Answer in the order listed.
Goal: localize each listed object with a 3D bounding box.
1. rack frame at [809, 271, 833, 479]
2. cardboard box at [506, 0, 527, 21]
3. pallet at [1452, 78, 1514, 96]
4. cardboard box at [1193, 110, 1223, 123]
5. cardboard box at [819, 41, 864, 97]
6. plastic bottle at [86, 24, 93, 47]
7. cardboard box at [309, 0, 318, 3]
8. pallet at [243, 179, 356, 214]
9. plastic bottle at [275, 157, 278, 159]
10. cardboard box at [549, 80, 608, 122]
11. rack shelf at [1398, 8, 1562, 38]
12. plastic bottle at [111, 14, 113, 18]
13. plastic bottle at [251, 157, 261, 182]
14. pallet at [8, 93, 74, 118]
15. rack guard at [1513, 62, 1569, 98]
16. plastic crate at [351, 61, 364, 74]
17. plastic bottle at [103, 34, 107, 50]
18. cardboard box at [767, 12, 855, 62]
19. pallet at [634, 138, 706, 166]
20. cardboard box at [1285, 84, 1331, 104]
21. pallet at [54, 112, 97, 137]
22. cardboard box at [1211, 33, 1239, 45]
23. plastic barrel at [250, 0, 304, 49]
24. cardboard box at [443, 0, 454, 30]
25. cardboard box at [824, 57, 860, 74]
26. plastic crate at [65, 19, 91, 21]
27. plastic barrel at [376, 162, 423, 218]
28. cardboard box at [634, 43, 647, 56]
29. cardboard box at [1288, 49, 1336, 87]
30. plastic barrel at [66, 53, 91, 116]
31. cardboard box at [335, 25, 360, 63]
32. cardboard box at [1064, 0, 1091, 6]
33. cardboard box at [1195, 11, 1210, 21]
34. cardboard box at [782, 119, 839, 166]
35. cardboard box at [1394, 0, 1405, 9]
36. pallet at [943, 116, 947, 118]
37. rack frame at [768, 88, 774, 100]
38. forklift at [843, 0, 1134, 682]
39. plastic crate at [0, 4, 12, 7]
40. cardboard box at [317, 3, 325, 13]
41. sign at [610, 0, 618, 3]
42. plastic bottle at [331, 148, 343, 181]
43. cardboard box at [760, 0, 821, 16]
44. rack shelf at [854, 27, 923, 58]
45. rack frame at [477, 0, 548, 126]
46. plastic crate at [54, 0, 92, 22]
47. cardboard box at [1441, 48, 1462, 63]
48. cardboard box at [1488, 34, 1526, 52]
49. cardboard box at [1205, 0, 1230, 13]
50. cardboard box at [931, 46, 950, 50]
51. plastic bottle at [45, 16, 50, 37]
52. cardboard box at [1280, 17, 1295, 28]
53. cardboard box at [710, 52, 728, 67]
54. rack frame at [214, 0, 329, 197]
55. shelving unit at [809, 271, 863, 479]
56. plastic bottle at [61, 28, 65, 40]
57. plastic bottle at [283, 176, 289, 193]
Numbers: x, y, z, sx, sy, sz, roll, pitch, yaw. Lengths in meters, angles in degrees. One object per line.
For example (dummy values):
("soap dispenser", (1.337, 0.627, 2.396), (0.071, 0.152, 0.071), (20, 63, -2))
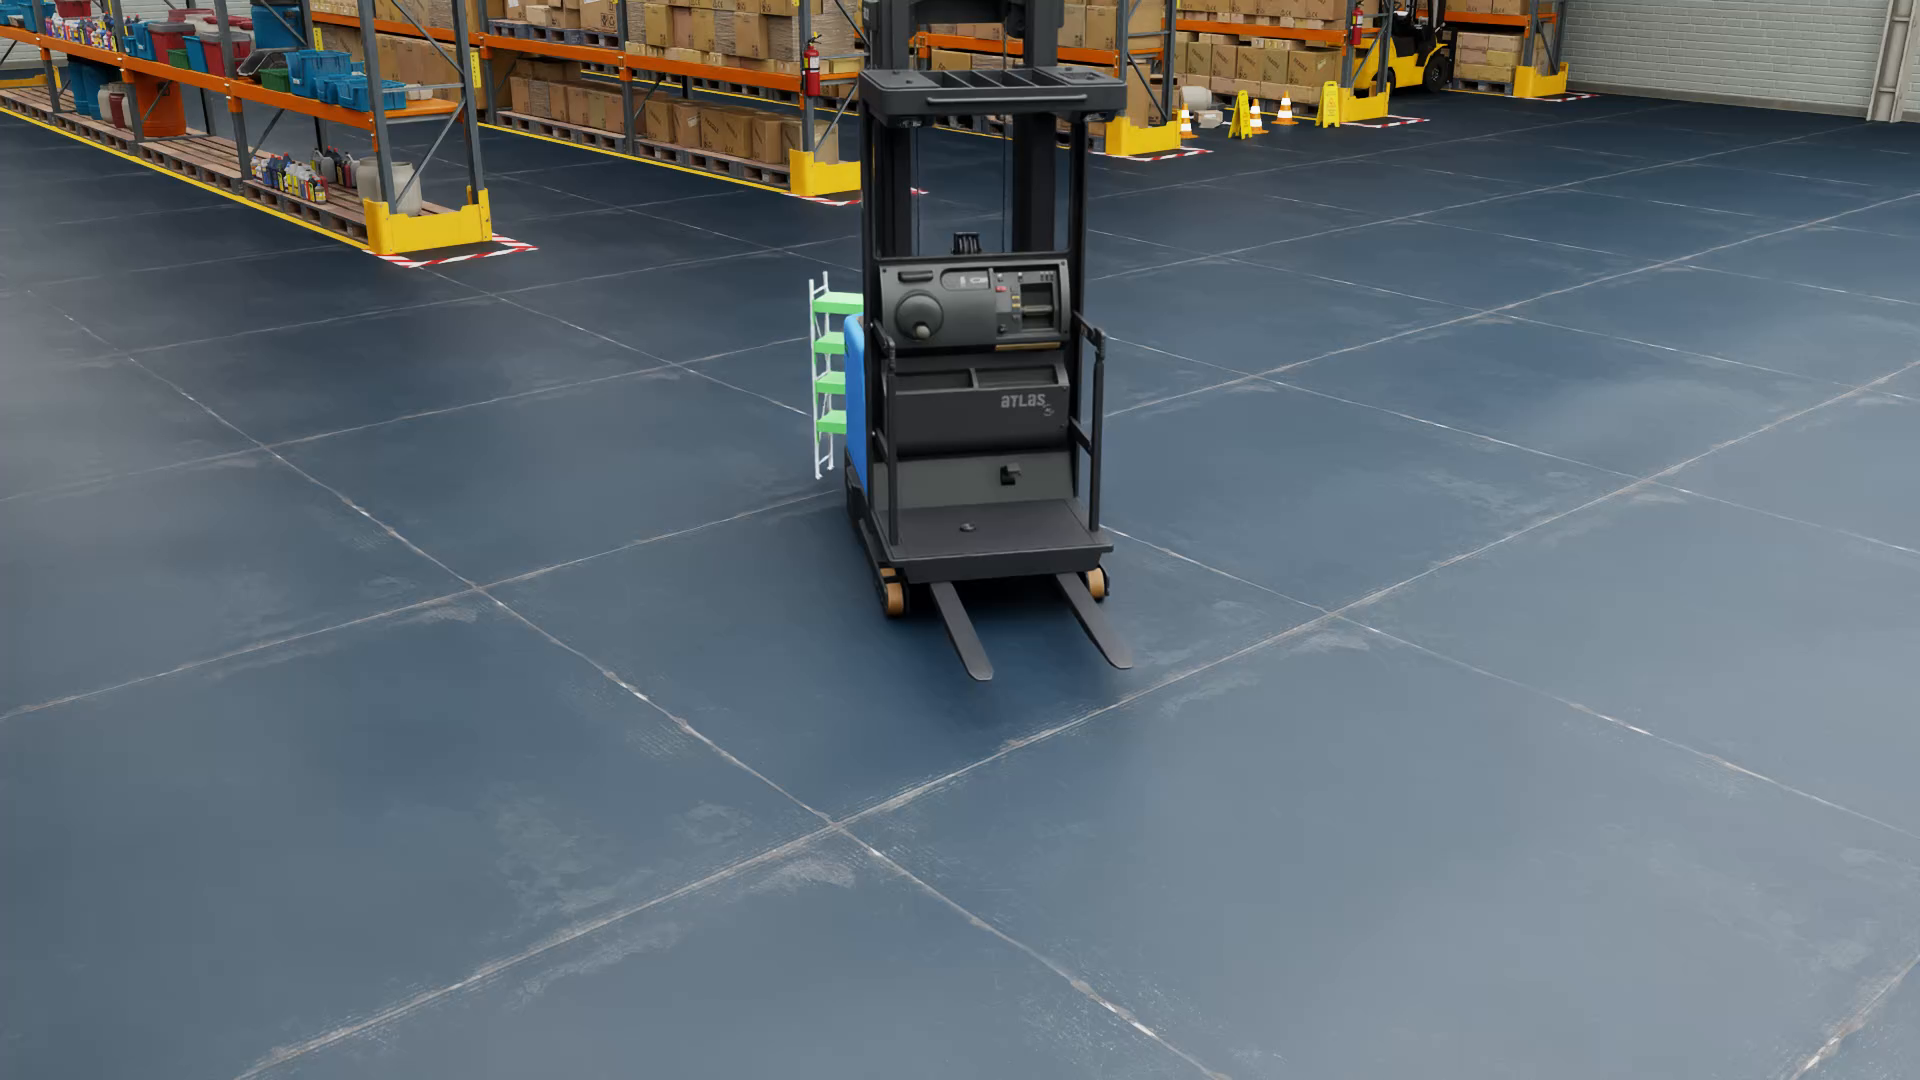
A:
("rack frame", (-0.817, -0.966, 9.806), (0.015, 1.200, 0.240), (6, 22, 16))
("cardboard box", (-6.217, -7.793, 24.055), (0.500, 0.500, 0.500), (18, 28, 39))
("pallet", (9.357, -7.925, 28.929), (1.003, 0.211, 1.213), (-17, 27, -37))
("cardboard box", (3.744, -6.393, 25.103), (0.380, 0.149, 0.250), (-4, 22, -10))
("cardboard box", (-1.874, -7.561, 26.685), (1.050, 0.750, 0.750), (-17, 27, -37))
("plastic bottle", (-11.685, -6.783, 22.350), (0.061, 0.283, 0.133), (-17, 27, -37))
("cardboard box", (-11.044, -9.491, 28.901), (0.500, 0.250, 0.500), (-19, 28, -39))
("pallet", (-7.334, -3.913, 18.684), (1.003, 0.211, 1.213), (-17, 27, -37))
("plastic bottle", (-7.553, -4.097, 18.453), (0.061, 0.283, 0.133), (-17, 27, -37))
("cardboard box", (-5.400, -6.246, 23.643), (0.700, 0.500, 0.500), (-15, 26, -33))
("rack shelf", (8.582, -9.240, 29.448), (1.077, 0.370, 4.000), (-17, 27, -37))
("plastic bottle", (-12.115, -7.418, 23.878), (0.144, 0.351, 0.185), (-17, 27, -37))
("plastic bottle", (-7.865, -4.149, 18.601), (0.097, 0.271, 0.097), (0, 21, 0))
("pallet", (-14.273, -6.850, 26.183), (1.003, 0.211, 1.213), (-17, 27, -37))
("rack guard", (9.903, -7.852, 28.345), (1.175, 0.500, 0.348), (-17, 27, -37))
("plastic crate", (-6.813, -5.096, 18.086), (0.499, 0.251, 0.616), (-17, 27, -37))
("plastic bottle", (-11.215, -6.556, 21.883), (0.097, 0.201, 0.097), (0, 21, 0))
("cardboard box", (-1.716, -5.824, 19.196), (0.875, 0.500, 0.500), (-17, 27, -37))
("pallet", (-3.524, -5.110, 21.742), (1.003, 0.211, 1.213), (-17, 27, -37))
("cardboard box", (5.382, -6.921, 25.735), (0.500, 0.250, 0.500), (-18, 27, -38))
("pallet", (-12.491, -6.095, 24.257), (1.003, 0.211, 1.213), (-17, 27, -37))
("cardboard box", (4.250, -8.020, 26.624), (0.380, 0.149, 0.250), (-16, 26, -34))
("plastic barrel", (-7.764, -5.819, 19.040), (0.600, 0.901, 0.708), (-17, 27, -37))
("cardboard box", (-7.431, -7.954, 25.041), (0.500, 0.500, 0.500), (-18, 28, -38))
("cardboard box", (-1.383, -5.499, 19.255), (0.380, 0.149, 0.250), (-17, 27, -37))
("plastic crate", (-13.159, -7.685, 24.770), (0.396, 0.136, 0.243), (-17, 27, -37))
("plastic barrel", (-5.618, -3.502, 16.648), (0.421, 0.512, 0.421), (0, 21, 0))
("cardboard box", (-3.923, -6.266, 21.212), (0.380, 0.149, 0.250), (-17, 27, -37))
("cardboard box", (5.409, -7.263, 25.582), (0.500, 0.500, 0.500), (-17, 27, -37))
("plastic barrel", (-12.621, -6.681, 24.230), (0.600, 0.901, 0.708), (-17, 27, -37))
("cardboard box", (-10.169, -8.452, 28.788), (0.875, 0.875, 0.875), (-17, 27, -37))
("cardboard box", (1.804, -7.448, 22.200), (0.875, 0.550, 0.550), (-17, 27, -37))
("cardboard box", (4.017, -8.464, 26.826), (0.380, 0.149, 0.250), (-16, 27, -36))
("cardboard box", (-1.773, -4.689, 19.694), (0.500, 0.500, 0.500), (-12, 24, -28))
("cardboard box", (8.052, -9.710, 29.524), (0.500, 0.500, 0.500), (-18, 28, -38))
("pallet", (-0.726, -6.635, 25.636), (1.003, 0.211, 1.213), (-17, 27, -37))
("rack frame", (-2.776, -8.844, 27.450), (1.000, 3.000, 0.127), (-17, 27, -37))
("forklift", (0.117, -1.140, 7.876), (1.130, 2.935, 3.031), (-4, 22, -10))
("plastic crate", (-15.233, -8.344, 26.321), (0.416, 0.233, 0.300), (-17, 27, -37))
("cardboard box", (-10.835, -9.183, 28.661), (0.380, 0.149, 0.250), (-18, 28, -39))
("sign", (-4.407, -6.992, 21.134), (0.100, 0.325, 0.005), (-17, 27, -37))
("plastic bottle", (-6.977, -4.216, 18.663), (0.144, 0.351, 0.185), (-19, 28, -40))
("cardboard box", (-1.924, -6.224, 18.847), (0.500, 0.500, 0.500), (-17, 27, -37))
("rack shelf", (-1.471, -7.956, 26.171), (1.077, 0.370, 4.000), (-17, 27, -37))
("rack frame", (-6.600, -7.691, 24.507), (1.000, 3.000, 0.127), (-17, 27, -37))
("plastic crate", (-13.356, -7.981, 25.078), (0.402, 0.464, 0.583), (-17, 27, -37))
("cardboard box", (8.661, -8.509, 29.105), (0.500, 0.250, 0.500), (-18, 28, -39))
("cardboard box", (9.351, -8.456, 28.284), (0.500, 0.250, 0.500), (-16, 27, -36))
("cardboard box", (4.258, -8.667, 26.454), (0.500, 0.500, 0.500), (-18, 28, -38))
("cardboard box", (-0.059, -9.714, 32.010), (0.875, 0.875, 0.875), (-17, 27, -37))
("plastic bottle", (-13.047, -7.360, 23.821), (0.061, 0.283, 0.133), (-17, 27, -37))
("cardboard box", (5.132, -7.959, 25.535), (0.380, 0.149, 0.250), (-17, 27, -37))
("cardboard box", (-2.779, -5.783, 19.979), (0.380, 0.149, 0.250), (-17, 27, -37))
("rack frame", (-7.741, -5.407, 18.675), (1.000, 3.000, 0.127), (-17, 27, -37))
("shelving unit", (-0.584, -0.940, 9.738), (0.503, 1.200, 0.258), (6, 22, 16))
("plastic bottle", (-12.529, -7.112, 23.302), (0.097, 0.201, 0.097), (0, 21, 0))
("plastic bottle", (-7.238, -3.851, 17.936), (0.097, 0.201, 0.097), (0, 21, 0))
